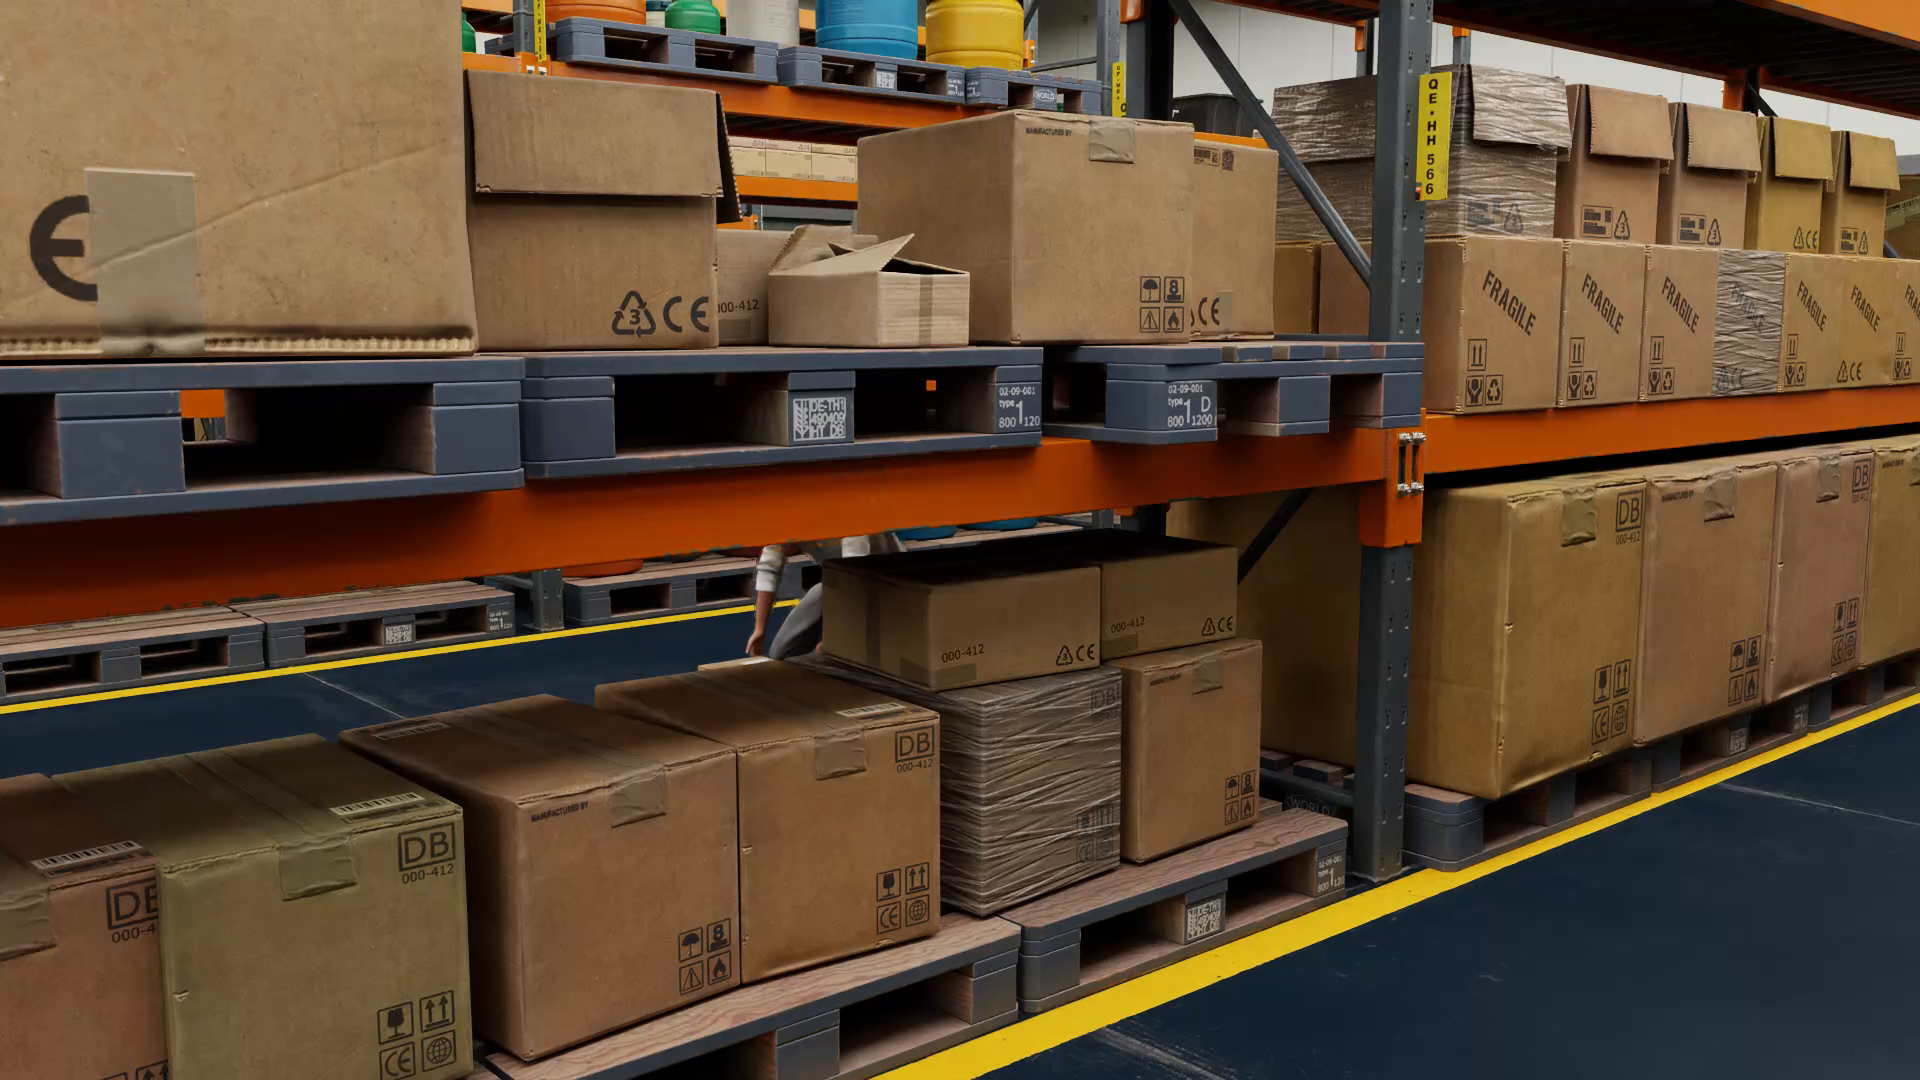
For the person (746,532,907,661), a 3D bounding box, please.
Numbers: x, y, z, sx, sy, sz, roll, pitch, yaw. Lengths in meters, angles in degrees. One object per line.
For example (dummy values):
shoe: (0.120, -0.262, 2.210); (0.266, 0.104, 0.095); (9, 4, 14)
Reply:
person: (-0.412, 0.228, 5.639); (0.462, 1.203, 0.698); (6, 10, 37)
